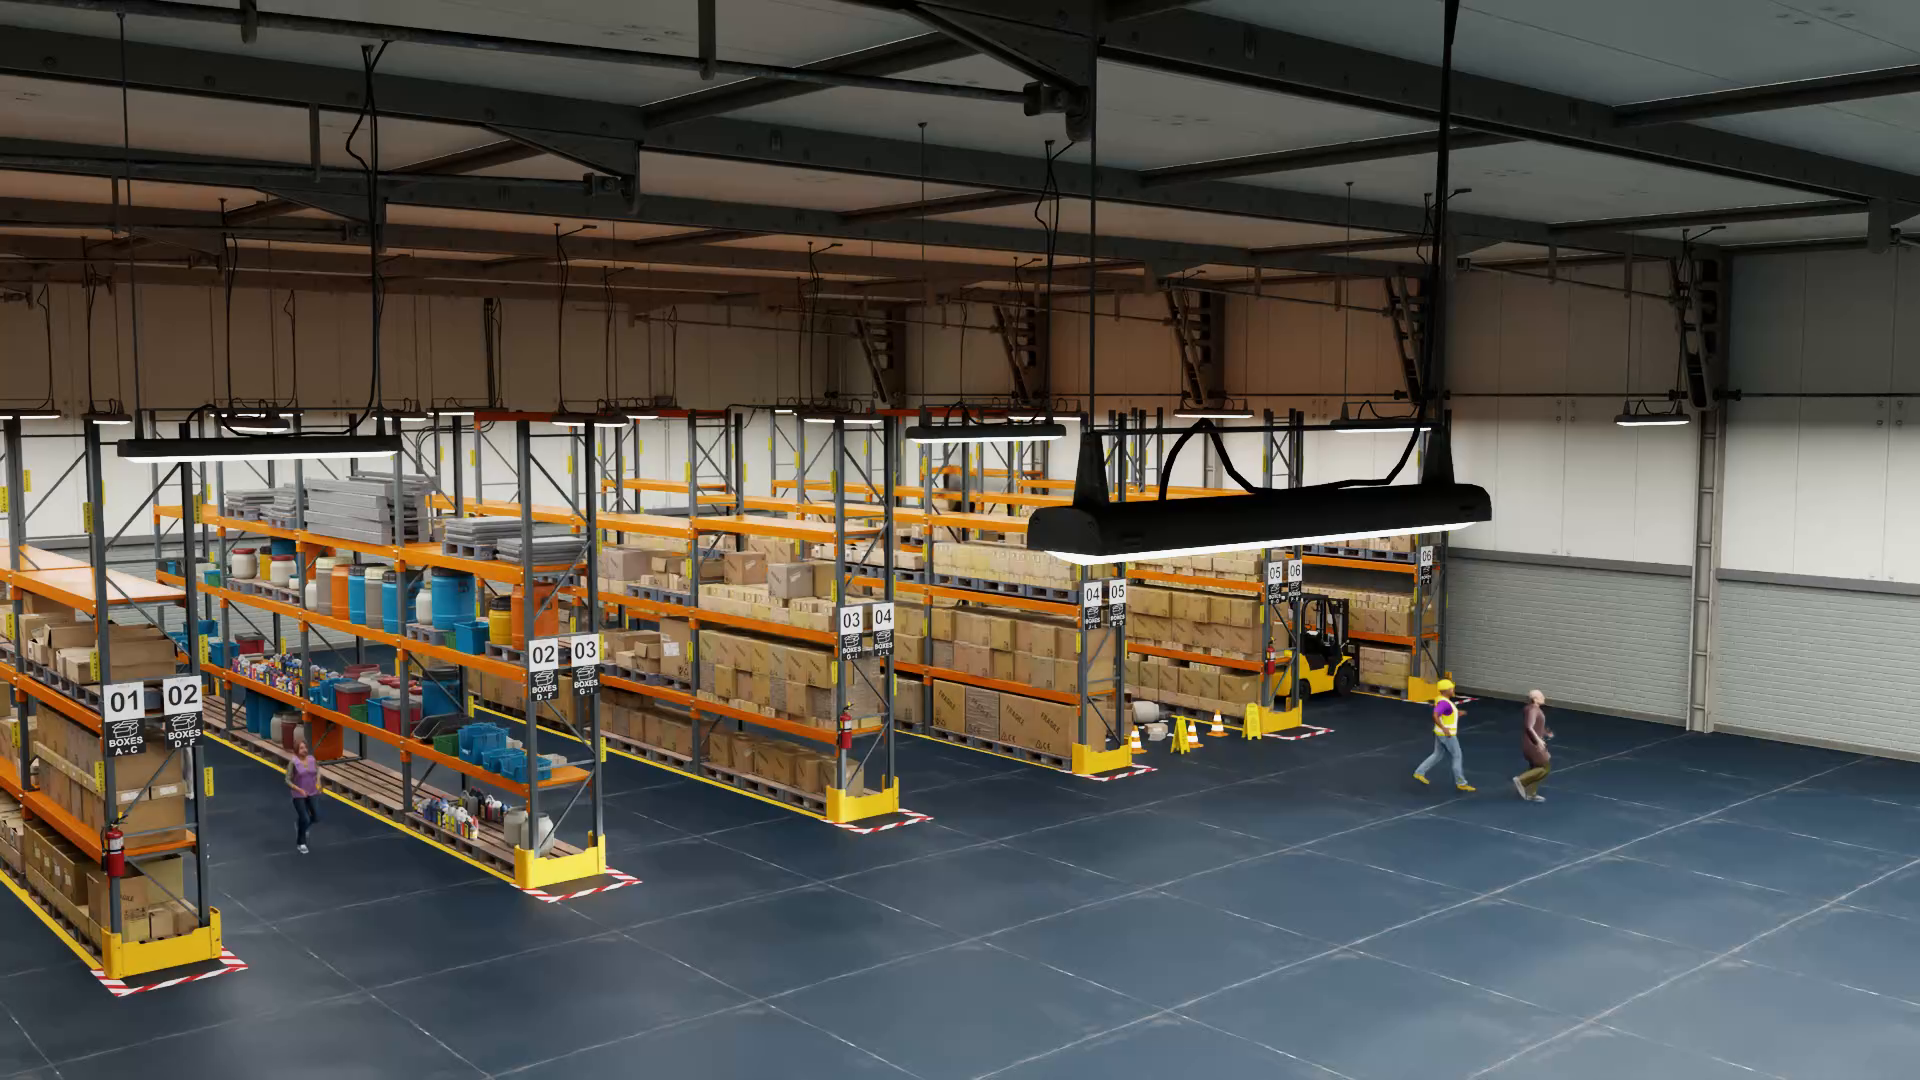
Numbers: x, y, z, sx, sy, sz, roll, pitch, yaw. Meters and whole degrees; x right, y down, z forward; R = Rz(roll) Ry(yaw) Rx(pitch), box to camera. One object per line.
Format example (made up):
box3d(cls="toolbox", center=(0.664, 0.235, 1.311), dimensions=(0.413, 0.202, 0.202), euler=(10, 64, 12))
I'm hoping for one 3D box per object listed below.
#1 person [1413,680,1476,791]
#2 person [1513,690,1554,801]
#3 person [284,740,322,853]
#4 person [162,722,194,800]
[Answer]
box3d(cls="person", center=(7.730, 3.096, 26.464), dimensions=(0.969, 1.767, 0.694), euler=(0, 5, 1))
box3d(cls="person", center=(8.923, 3.196, 25.868), dimensions=(0.673, 1.747, 0.700), euler=(0, 5, 5))
box3d(cls="person", center=(-9.063, 3.544, 23.018), dimensions=(0.545, 1.562, 0.546), euler=(5, 7, 44))
box3d(cls="person", center=(-12.238, 3.219, 26.110), dimensions=(0.874, 1.659, 0.573), euler=(4, 6, 39))
